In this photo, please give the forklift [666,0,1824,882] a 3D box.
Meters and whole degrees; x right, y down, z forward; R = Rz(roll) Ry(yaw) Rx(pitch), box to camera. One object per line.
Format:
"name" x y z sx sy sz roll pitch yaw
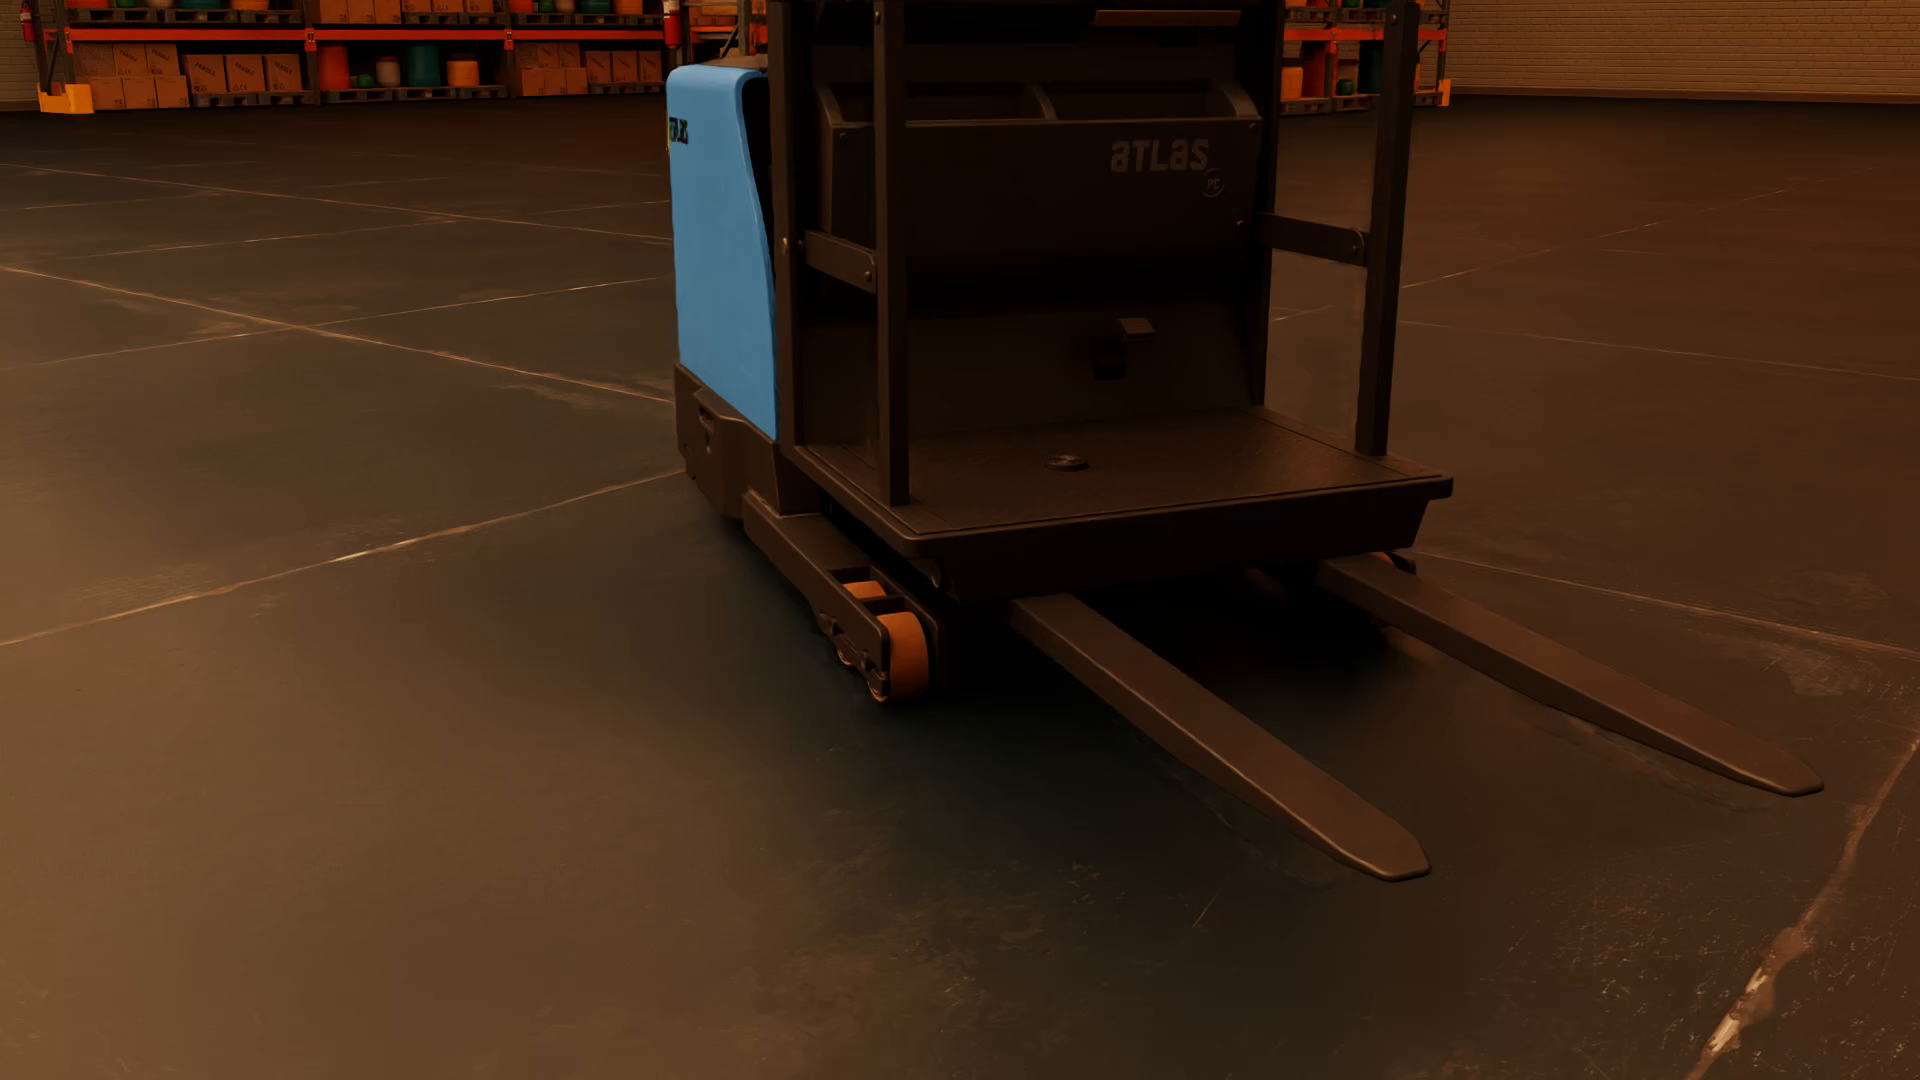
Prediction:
"forklift" 0.247 -1.247 3.003 1.130 2.935 3.031 -7 18 -21
